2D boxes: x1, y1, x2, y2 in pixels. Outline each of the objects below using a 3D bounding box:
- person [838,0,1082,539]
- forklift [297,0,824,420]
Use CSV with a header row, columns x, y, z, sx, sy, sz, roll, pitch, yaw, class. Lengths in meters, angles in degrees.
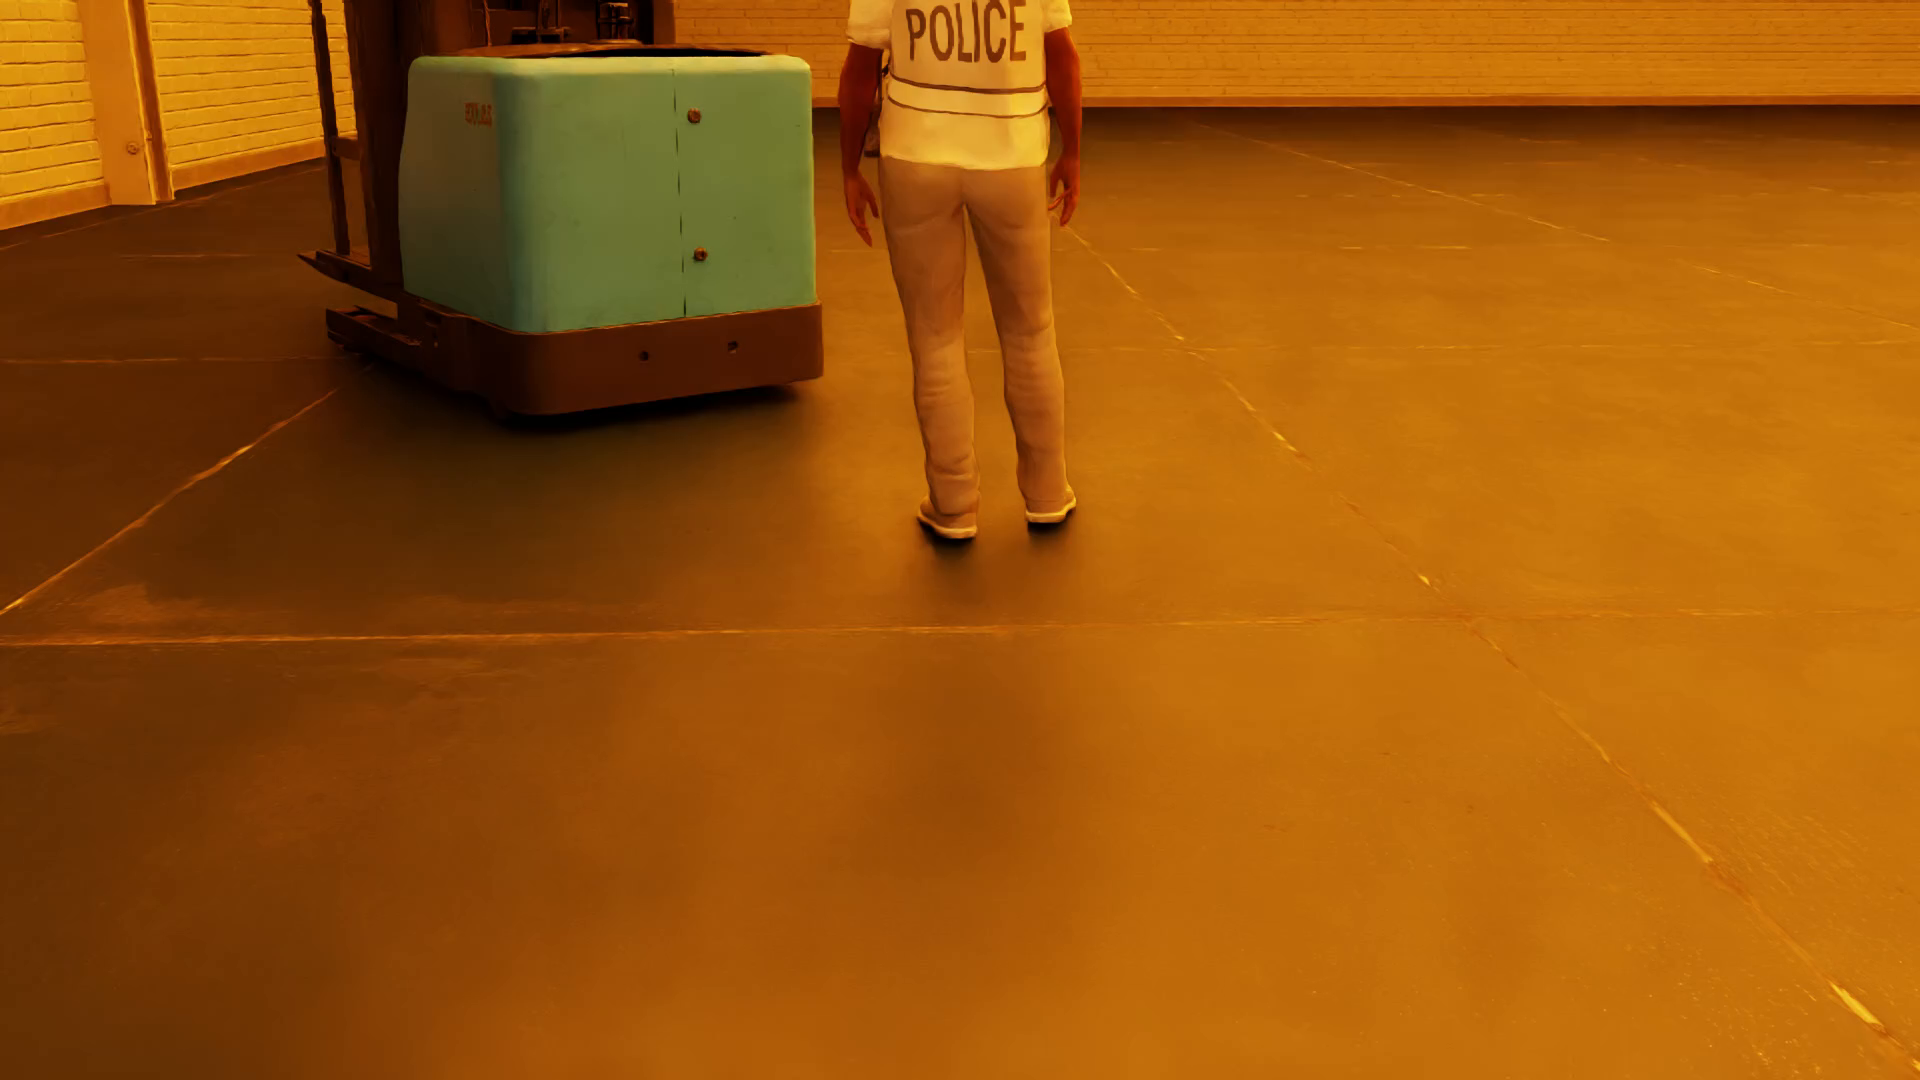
x,y,z,sx,sy,sz,roll,pitch,yaw,class
0.016,-0.839,3.740,0.569,1.694,0.530,-1,17,-3,person
-1.717,-2.134,5.882,1.130,2.935,3.031,-12,21,-34,forklift
